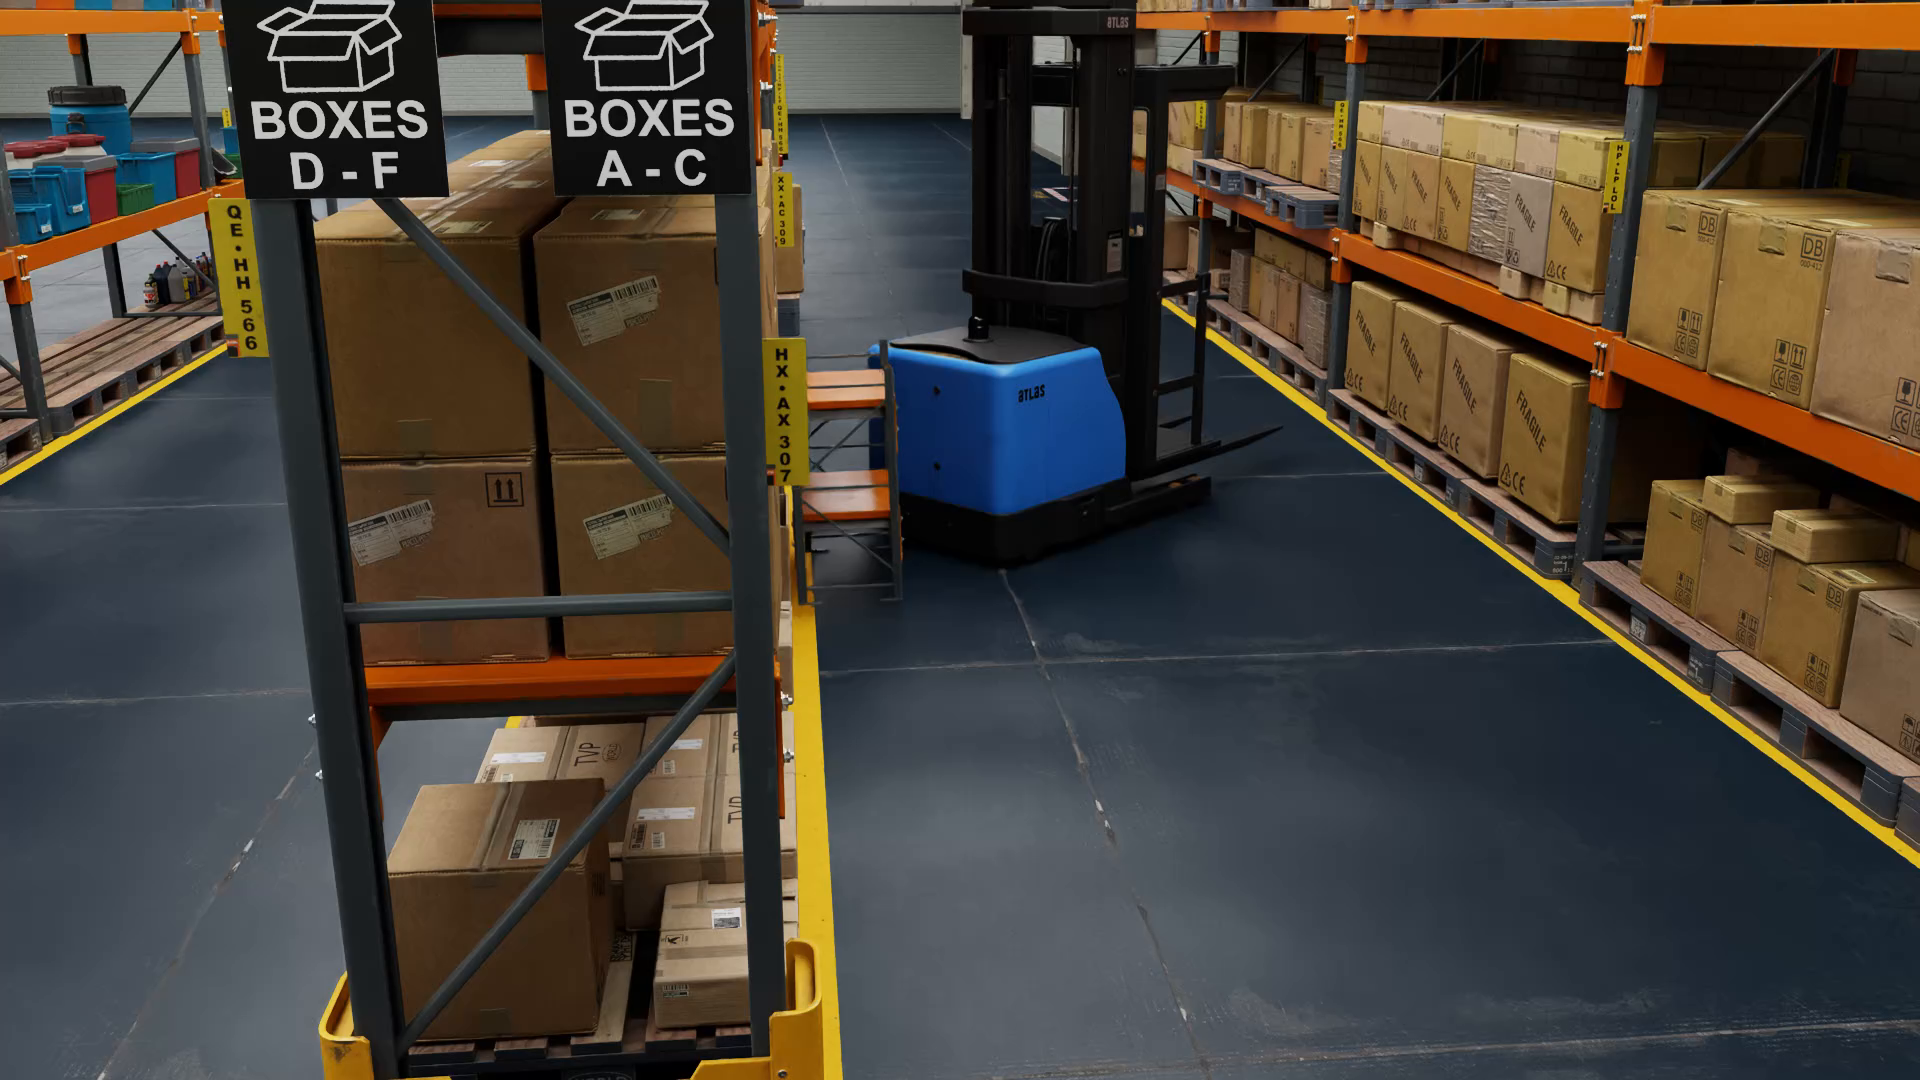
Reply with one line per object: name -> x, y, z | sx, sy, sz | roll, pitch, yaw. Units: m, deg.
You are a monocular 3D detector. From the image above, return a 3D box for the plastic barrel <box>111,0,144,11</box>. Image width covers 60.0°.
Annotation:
plastic barrel -> -6.749, -4.599, 12.973 | 0.600, 0.901, 0.600 | 0, 17, 0

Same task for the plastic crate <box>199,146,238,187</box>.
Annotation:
plastic crate -> -7.012, -3.399, 15.098 | 0.767, 0.338, 0.504 | -2, 18, -6

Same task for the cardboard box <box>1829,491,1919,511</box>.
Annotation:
cardboard box -> 3.837, -0.096, 6.865 | 0.380, 0.149, 0.250 | -2, 18, -7

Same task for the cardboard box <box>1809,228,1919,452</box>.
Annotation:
cardboard box -> 3.789, -0.738, 6.019 | 0.980, 0.700, 0.700 | -3, 18, -8

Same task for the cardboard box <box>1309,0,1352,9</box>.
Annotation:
cardboard box -> 2.839, -3.987, 11.976 | 0.500, 0.311, 0.500 | -2, 18, -6

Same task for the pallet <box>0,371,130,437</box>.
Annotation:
pallet -> -6.713, -0.978, 11.940 | 1.003, 0.211, 1.213 | -2, 18, -6

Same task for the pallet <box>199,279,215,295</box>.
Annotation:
pallet -> -7.241, -2.504, 16.799 | 1.003, 0.211, 1.213 | -2, 18, -6

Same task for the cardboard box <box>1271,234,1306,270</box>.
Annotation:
cardboard box -> 2.968, -2.445, 14.143 | 0.500, 0.250, 0.500 | -2, 18, -7

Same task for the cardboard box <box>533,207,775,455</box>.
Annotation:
cardboard box -> -0.703, -0.510, 3.958 | 0.500, 0.500, 0.500 | -1, 17, -4

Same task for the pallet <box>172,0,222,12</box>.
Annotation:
pallet -> -7.256, -4.821, 14.834 | 1.213, 0.211, 1.003 | -2, 18, -6

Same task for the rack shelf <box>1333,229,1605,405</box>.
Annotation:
rack shelf -> 3.389, -1.444, 9.968 | 1.077, 0.370, 4.000 | -2, 18, -6

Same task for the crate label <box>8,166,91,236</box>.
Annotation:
crate label -> -6.505, -2.398, 11.748 | 0.502, 0.435, 0.616 | -2, 18, -6

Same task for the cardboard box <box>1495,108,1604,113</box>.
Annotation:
cardboard box -> 3.586, -2.505, 10.200 | 0.500, 0.250, 0.500 | -2, 18, -7

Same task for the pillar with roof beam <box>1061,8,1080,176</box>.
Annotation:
pillar with roof beam -> -2.230, -10.889, 28.837 | 9.100, 9.000, 0.400 | -2, 18, -6

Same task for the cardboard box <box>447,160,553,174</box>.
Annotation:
cardboard box -> -1.403, -0.952, 5.365 | 0.500, 0.500, 0.500 | -1, 17, -4

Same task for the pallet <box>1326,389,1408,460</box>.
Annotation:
pallet -> 3.189, -0.815, 11.421 | 1.003, 0.211, 1.213 | -2, 18, -6

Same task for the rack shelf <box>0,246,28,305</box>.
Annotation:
rack shelf -> -6.466, -1.138, 8.994 | 1.077, 0.370, 4.000 | -2, 18, -6

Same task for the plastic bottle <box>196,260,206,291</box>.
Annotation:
plastic bottle -> -7.398, -2.571, 16.158 | 0.061, 0.283, 0.133 | -2, 18, -6

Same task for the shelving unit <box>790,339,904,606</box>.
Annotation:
shelving unit -> -0.578, -0.370, 8.356 | 0.538, 1.125, 1.048 | -3, 14, -3

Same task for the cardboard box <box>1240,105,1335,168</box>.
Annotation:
cardboard box -> 2.839, -3.513, 14.456 | 0.700, 0.500, 0.500 | 0, 17, 0

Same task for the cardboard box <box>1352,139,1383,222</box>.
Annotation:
cardboard box -> 2.978, -2.429, 11.210 | 0.500, 0.500, 0.500 | -1, 17, -4

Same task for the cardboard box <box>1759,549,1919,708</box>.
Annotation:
cardboard box -> 3.669, 0.330, 6.590 | 0.700, 0.500, 0.500 | -1, 17, -4

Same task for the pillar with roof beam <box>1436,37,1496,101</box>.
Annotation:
pillar with roof beam -> -0.373, -5.526, 11.755 | 9.100, 9.000, 0.400 | -2, 18, -6

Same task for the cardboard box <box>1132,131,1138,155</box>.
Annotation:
cardboard box -> 2.159, -4.395, 18.384 | 0.500, 0.250, 0.500 | -2, 18, -7

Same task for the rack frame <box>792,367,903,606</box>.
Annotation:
rack frame -> -0.543, -0.246, 7.864 | 0.500, 1.125, 0.032 | -3, 14, -3

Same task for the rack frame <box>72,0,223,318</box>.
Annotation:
rack frame -> -7.085, -3.268, 14.580 | 1.000, 3.000, 0.127 | -2, 18, -6

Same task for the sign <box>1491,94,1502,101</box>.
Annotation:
sign -> 3.734, -2.953, 11.643 | 0.100, 0.325, 0.005 | -2, 18, -6

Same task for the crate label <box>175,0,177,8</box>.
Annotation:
crate label -> -7.633, -5.252, 16.140 | 0.502, 0.251, 0.408 | -2, 18, -6

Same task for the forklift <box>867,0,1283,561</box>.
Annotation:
forklift -> 0.842, -1.658, 9.566 | 1.130, 2.935, 3.031 | 15, 23, 40

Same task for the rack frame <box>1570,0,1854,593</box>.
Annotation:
rack frame -> 3.595, -1.191, 7.963 | 1.000, 3.000, 0.127 | -2, 18, -6

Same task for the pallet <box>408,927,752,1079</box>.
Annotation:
pallet -> -1.011, 1.225, 4.922 | 1.003, 0.211, 1.213 | -2, 18, -6

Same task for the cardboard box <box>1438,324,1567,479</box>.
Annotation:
cardboard box -> 3.304, -0.820, 9.669 | 0.750, 0.750, 0.750 | -1, 17, -4

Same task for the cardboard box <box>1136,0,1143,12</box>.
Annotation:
cardboard box -> 2.163, -5.986, 18.028 | 0.500, 0.500, 0.500 | -1, 17, -2

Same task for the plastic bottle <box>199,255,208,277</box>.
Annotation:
plastic bottle -> -7.585, -2.716, 16.642 | 0.097, 0.271, 0.097 | 0, 17, 0

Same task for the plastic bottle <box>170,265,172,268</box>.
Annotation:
plastic bottle -> -7.516, -2.470, 15.836 | 0.061, 0.283, 0.133 | -1, 17, -2

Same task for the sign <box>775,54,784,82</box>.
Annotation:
sign -> -2.029, -5.290, 18.691 | 0.100, 0.325, 0.005 | -2, 18, -6

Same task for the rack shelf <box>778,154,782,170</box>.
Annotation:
rack shelf -> -2.364, -3.673, 17.069 | 1.077, 0.370, 4.000 | -2, 18, -6

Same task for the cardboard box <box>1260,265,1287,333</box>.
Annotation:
cardboard box -> 2.978, -2.067, 14.193 | 0.700, 0.500, 0.500 | -2, 17, -5

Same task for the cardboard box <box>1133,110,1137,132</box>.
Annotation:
cardboard box -> 2.148, -4.763, 18.305 | 0.500, 0.500, 0.500 | -2, 18, -5

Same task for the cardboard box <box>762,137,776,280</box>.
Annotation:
cardboard box -> -0.967, -1.266, 6.367 | 0.500, 0.500, 0.500 | -2, 18, -7

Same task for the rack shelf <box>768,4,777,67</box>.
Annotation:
rack shelf -> -1.538, -2.721, 9.028 | 1.077, 0.370, 4.000 | -2, 18, -6

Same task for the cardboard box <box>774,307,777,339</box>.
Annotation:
cardboard box -> -0.860, -0.485, 5.548 | 0.500, 0.500, 0.500 | -2, 17, -5

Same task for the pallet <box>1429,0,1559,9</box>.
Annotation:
pallet -> 3.420, -3.200, 9.671 | 1.003, 0.211, 1.213 | -1, 17, -3

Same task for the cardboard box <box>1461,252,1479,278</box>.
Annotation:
cardboard box -> 3.175, -1.632, 9.753 | 0.380, 0.149, 0.250 | -1, 17, -4

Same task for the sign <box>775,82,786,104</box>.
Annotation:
sign -> -1.618, -3.955, 14.965 | 0.100, 0.325, 0.005 | -2, 18, -6

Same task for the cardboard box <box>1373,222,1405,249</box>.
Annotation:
cardboard box -> 2.946, -2.010, 10.958 | 0.380, 0.149, 0.250 | -1, 17, -4

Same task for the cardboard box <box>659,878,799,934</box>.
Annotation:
cardboard box -> -0.647, 1.087, 4.703 | 0.380, 0.166, 0.250 | -2, 18, -6

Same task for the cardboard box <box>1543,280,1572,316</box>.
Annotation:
cardboard box -> 3.229, -1.247, 8.527 | 0.380, 0.149, 0.250 | -1, 17, -5

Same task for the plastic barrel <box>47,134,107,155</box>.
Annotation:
plastic barrel -> -7.204, -3.041, 13.630 | 0.433, 0.535, 0.433 | 0, 17, 0

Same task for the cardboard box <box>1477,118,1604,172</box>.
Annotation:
cardboard box -> 3.196, -2.184, 9.176 | 0.500, 0.250, 0.500 | -1, 17, -5

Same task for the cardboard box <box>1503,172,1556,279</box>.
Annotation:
cardboard box -> 3.234, -1.672, 8.797 | 0.500, 0.500, 0.500 | -2, 18, -5
